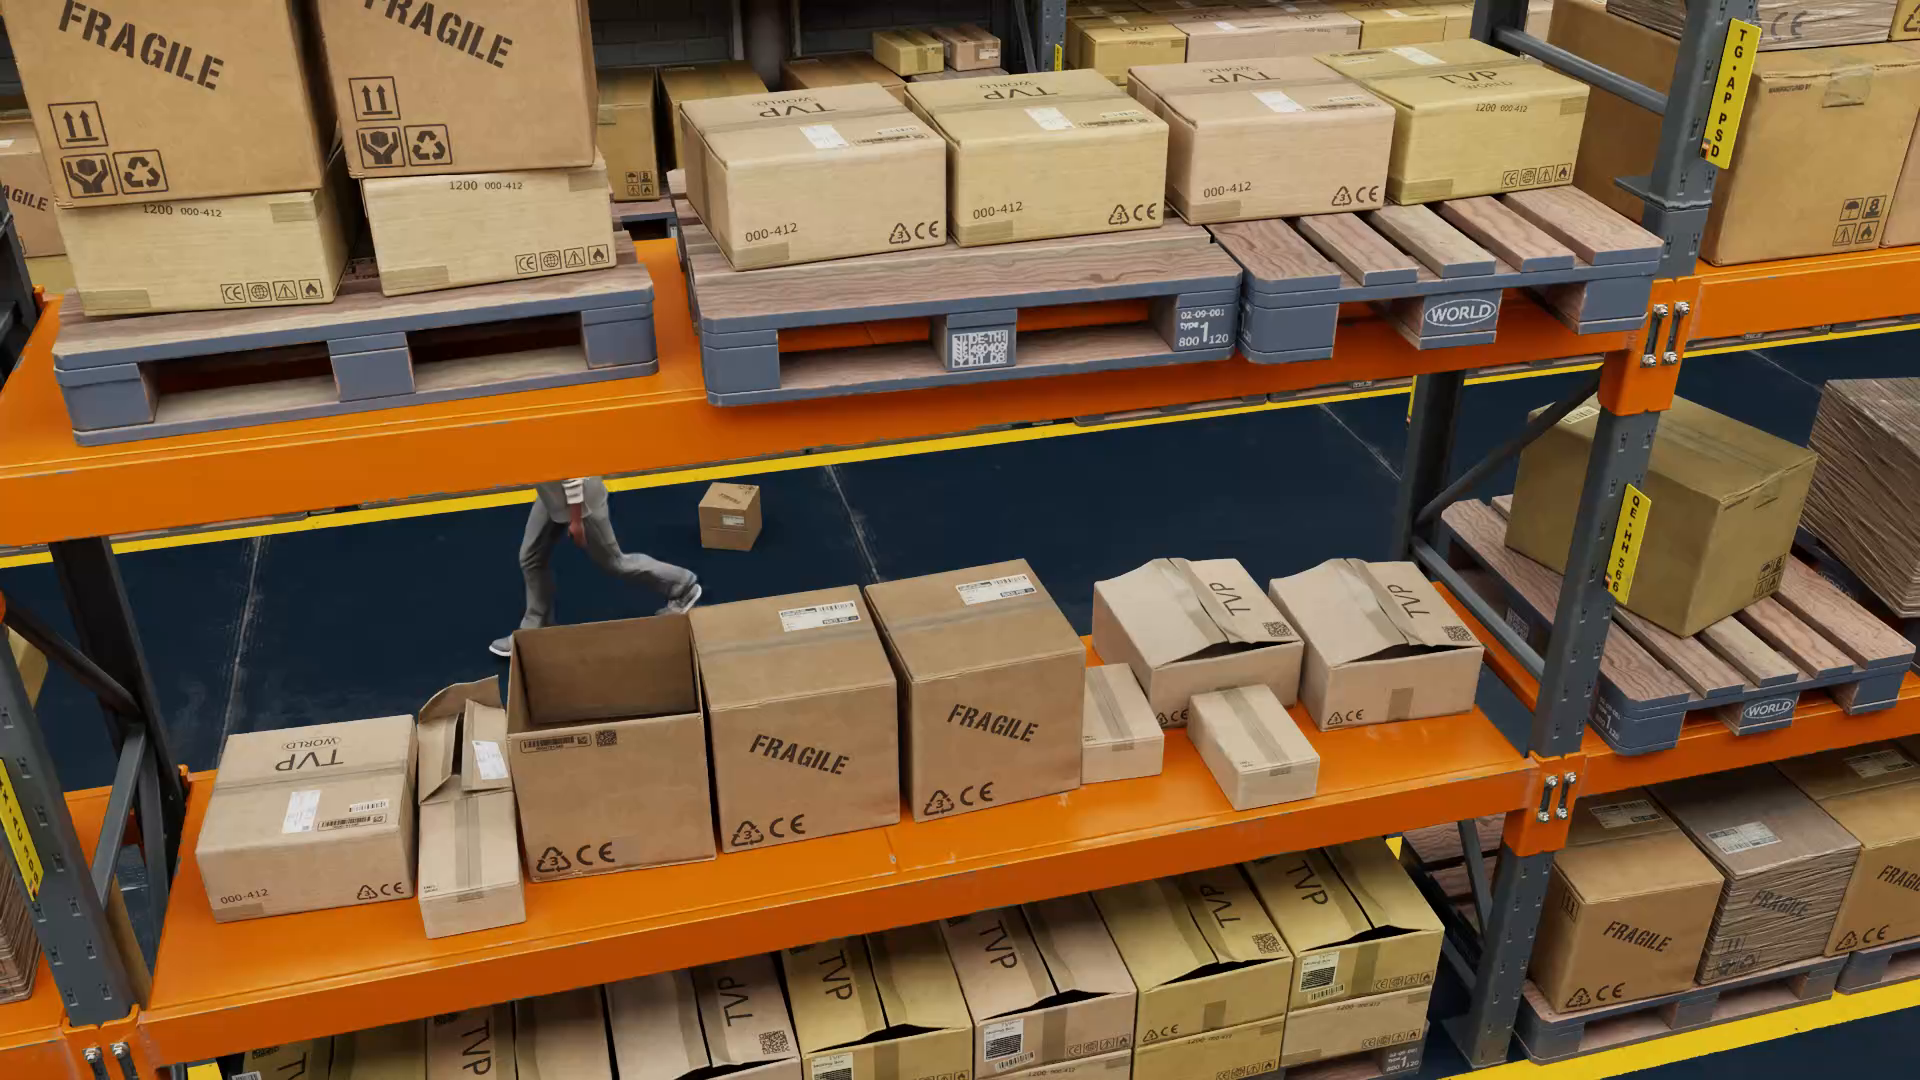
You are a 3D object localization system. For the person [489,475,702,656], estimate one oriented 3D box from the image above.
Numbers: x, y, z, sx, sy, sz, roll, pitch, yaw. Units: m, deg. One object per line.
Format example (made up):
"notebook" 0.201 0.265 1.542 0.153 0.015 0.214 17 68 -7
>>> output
"person" -1.667 -0.185 7.352 0.980 1.534 0.417 -16 34 -24
